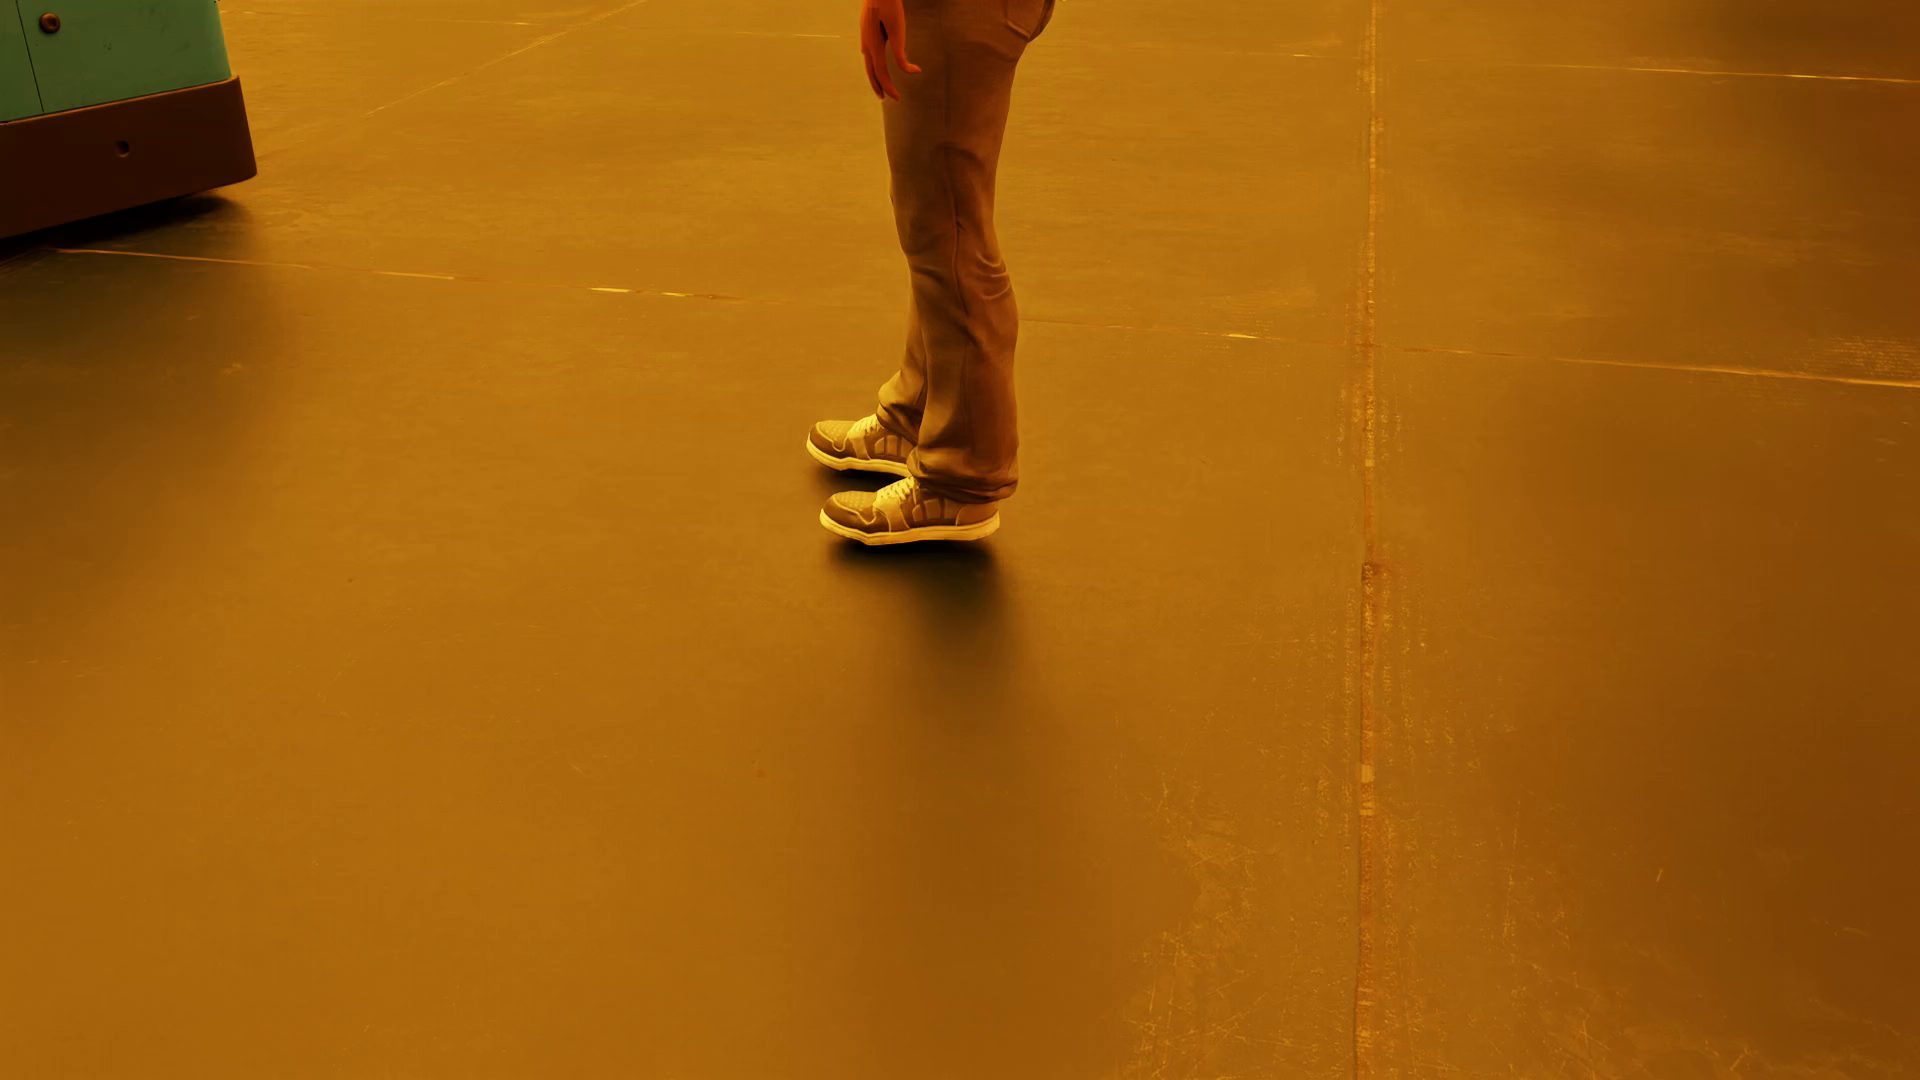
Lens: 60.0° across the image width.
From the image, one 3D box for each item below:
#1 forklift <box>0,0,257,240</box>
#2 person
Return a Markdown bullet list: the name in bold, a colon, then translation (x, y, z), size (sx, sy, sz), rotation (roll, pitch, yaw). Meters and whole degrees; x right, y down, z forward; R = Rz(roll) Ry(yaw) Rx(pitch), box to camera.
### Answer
- **forklift**: translation (-3.253, -2.353, 3.910), size (3.031, 2.935, 1.130), rotation (17, 32, 31)
- **person**: translation (-0.070, -0.727, 2.167), size (0.473, 1.585, 0.520), rotation (6, 27, 11)
